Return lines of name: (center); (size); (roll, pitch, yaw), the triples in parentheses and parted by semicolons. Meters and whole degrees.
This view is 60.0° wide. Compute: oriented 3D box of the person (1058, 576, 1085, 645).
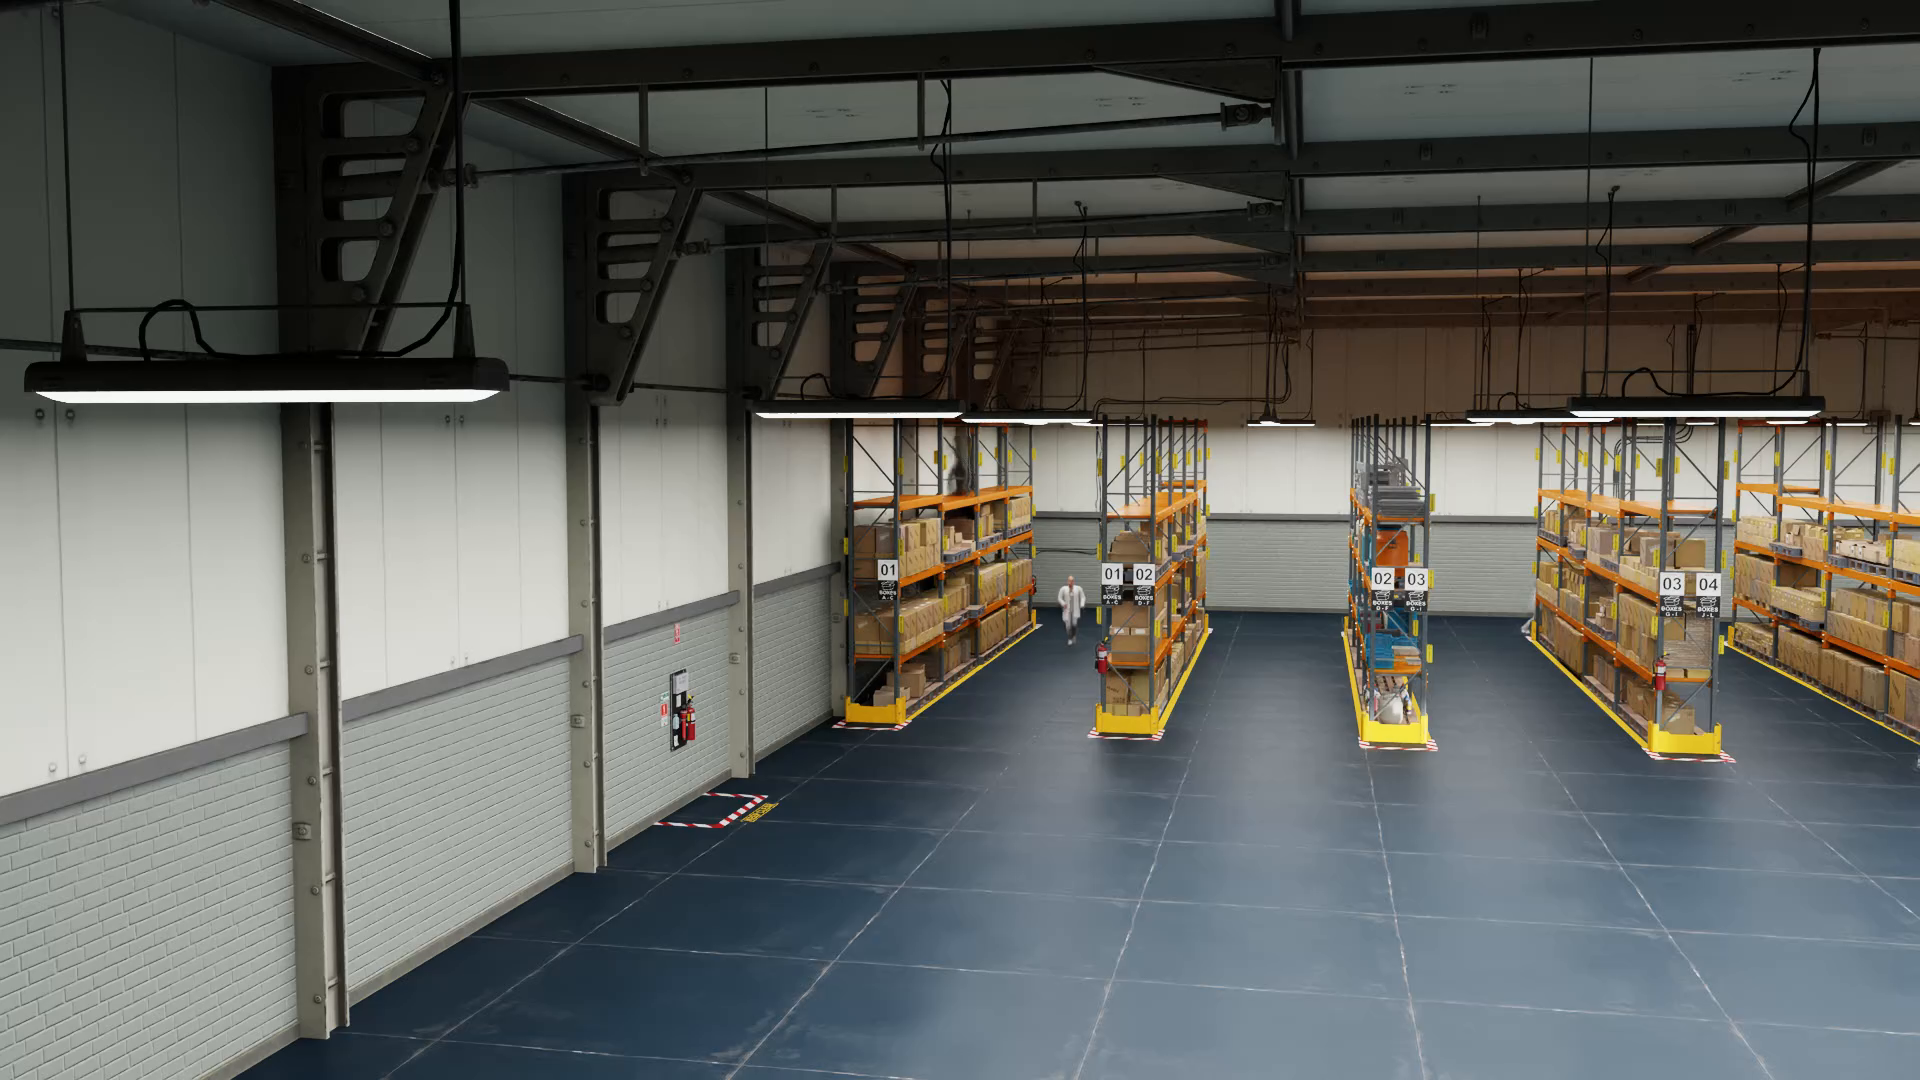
person: (2.806, 1.785, 41.866); (0.694, 1.737, 0.642); (0, 4, 3)

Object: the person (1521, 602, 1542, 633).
person: (16.118, 1.888, 46.166); (0.986, 1.517, 0.466); (1, 4, 21)
